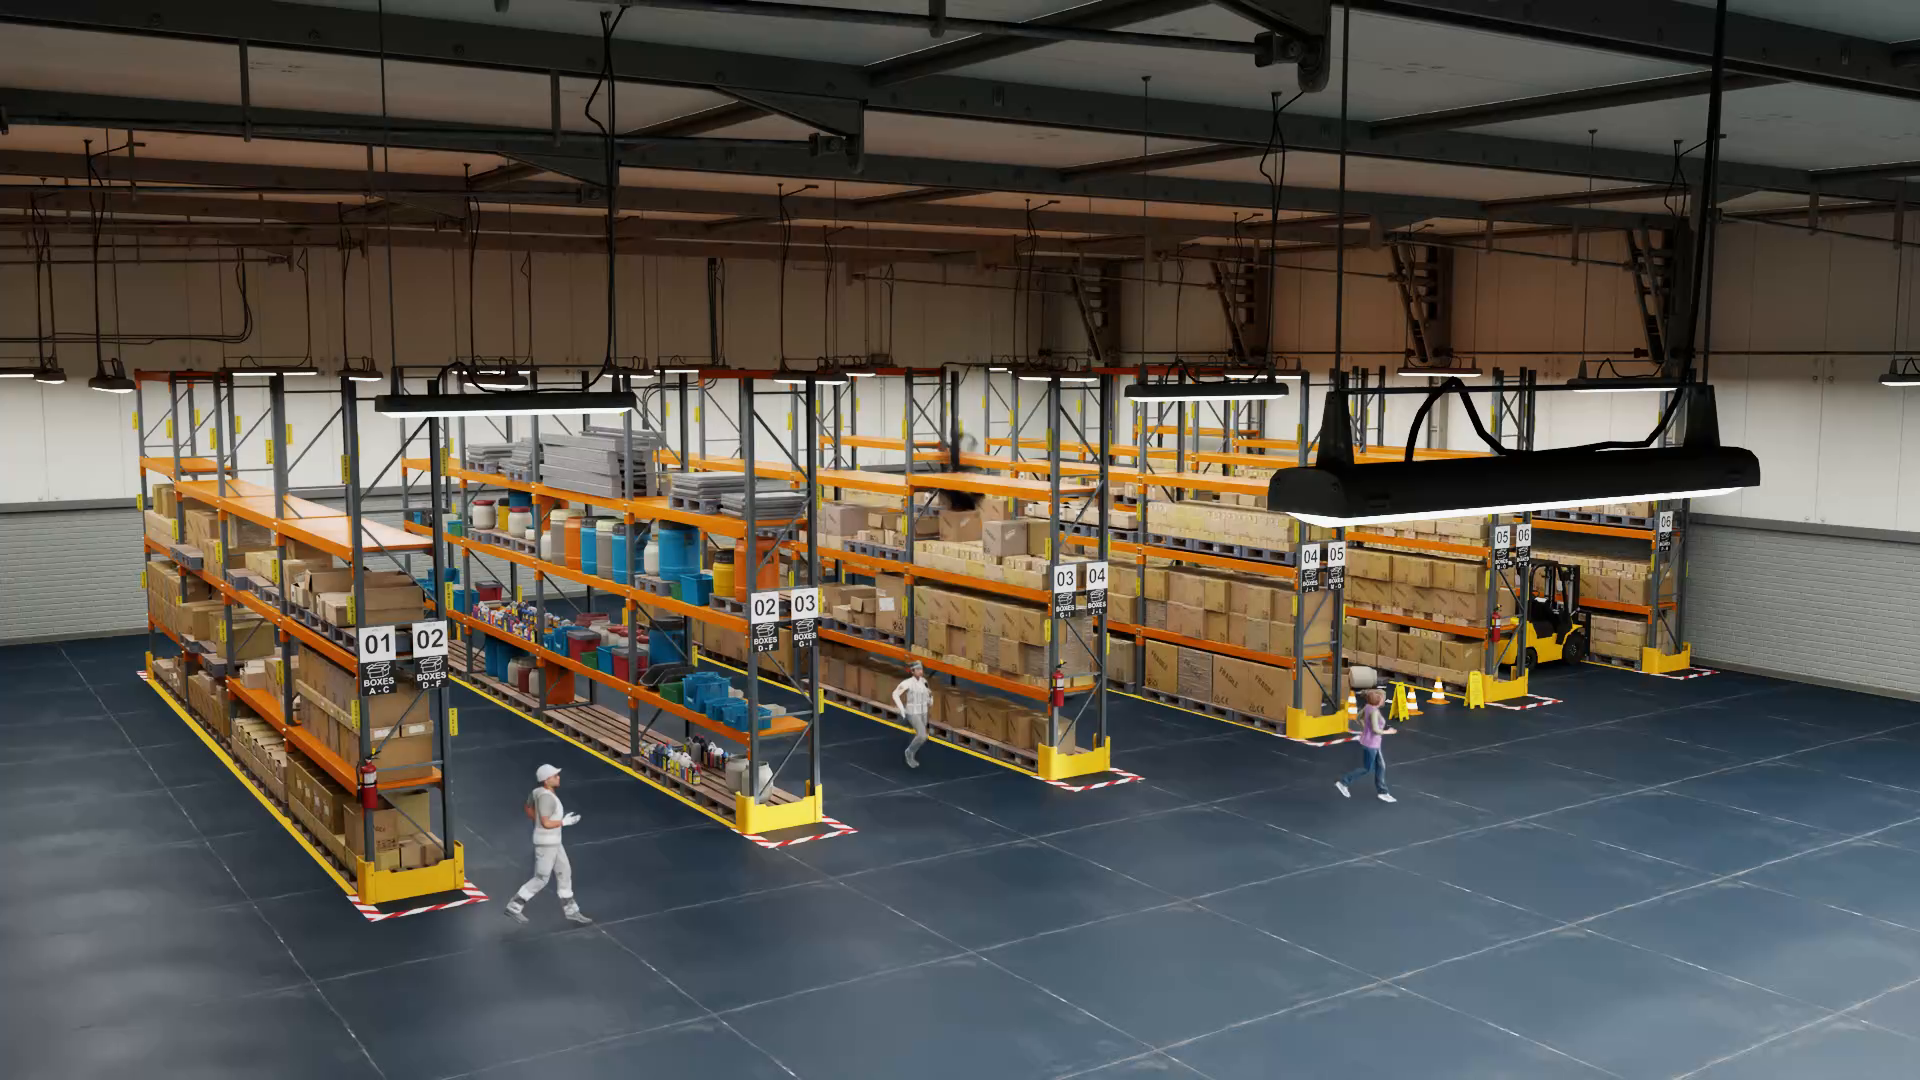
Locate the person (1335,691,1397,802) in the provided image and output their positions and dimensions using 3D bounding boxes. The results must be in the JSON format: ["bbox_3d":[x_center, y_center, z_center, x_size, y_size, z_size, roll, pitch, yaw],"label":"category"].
[{"bbox_3d":[5.724,2.905,23.391,0.882,1.603,0.550,1,6,4],"label":"person"}]

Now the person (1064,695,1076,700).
[{"bbox_3d":[1.768,2.039,30.513,0.646,1.712,0.927,-6,9,-43],"label":"person"}]

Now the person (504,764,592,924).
[{"bbox_3d":[-4.560,3.370,18.334,0.943,1.814,0.658,-1,7,-12],"label":"person"}]

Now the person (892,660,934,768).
[{"bbox_3d":[-0.633,2.644,25.255,0.593,1.660,0.616,-6,9,-44],"label":"person"}]
